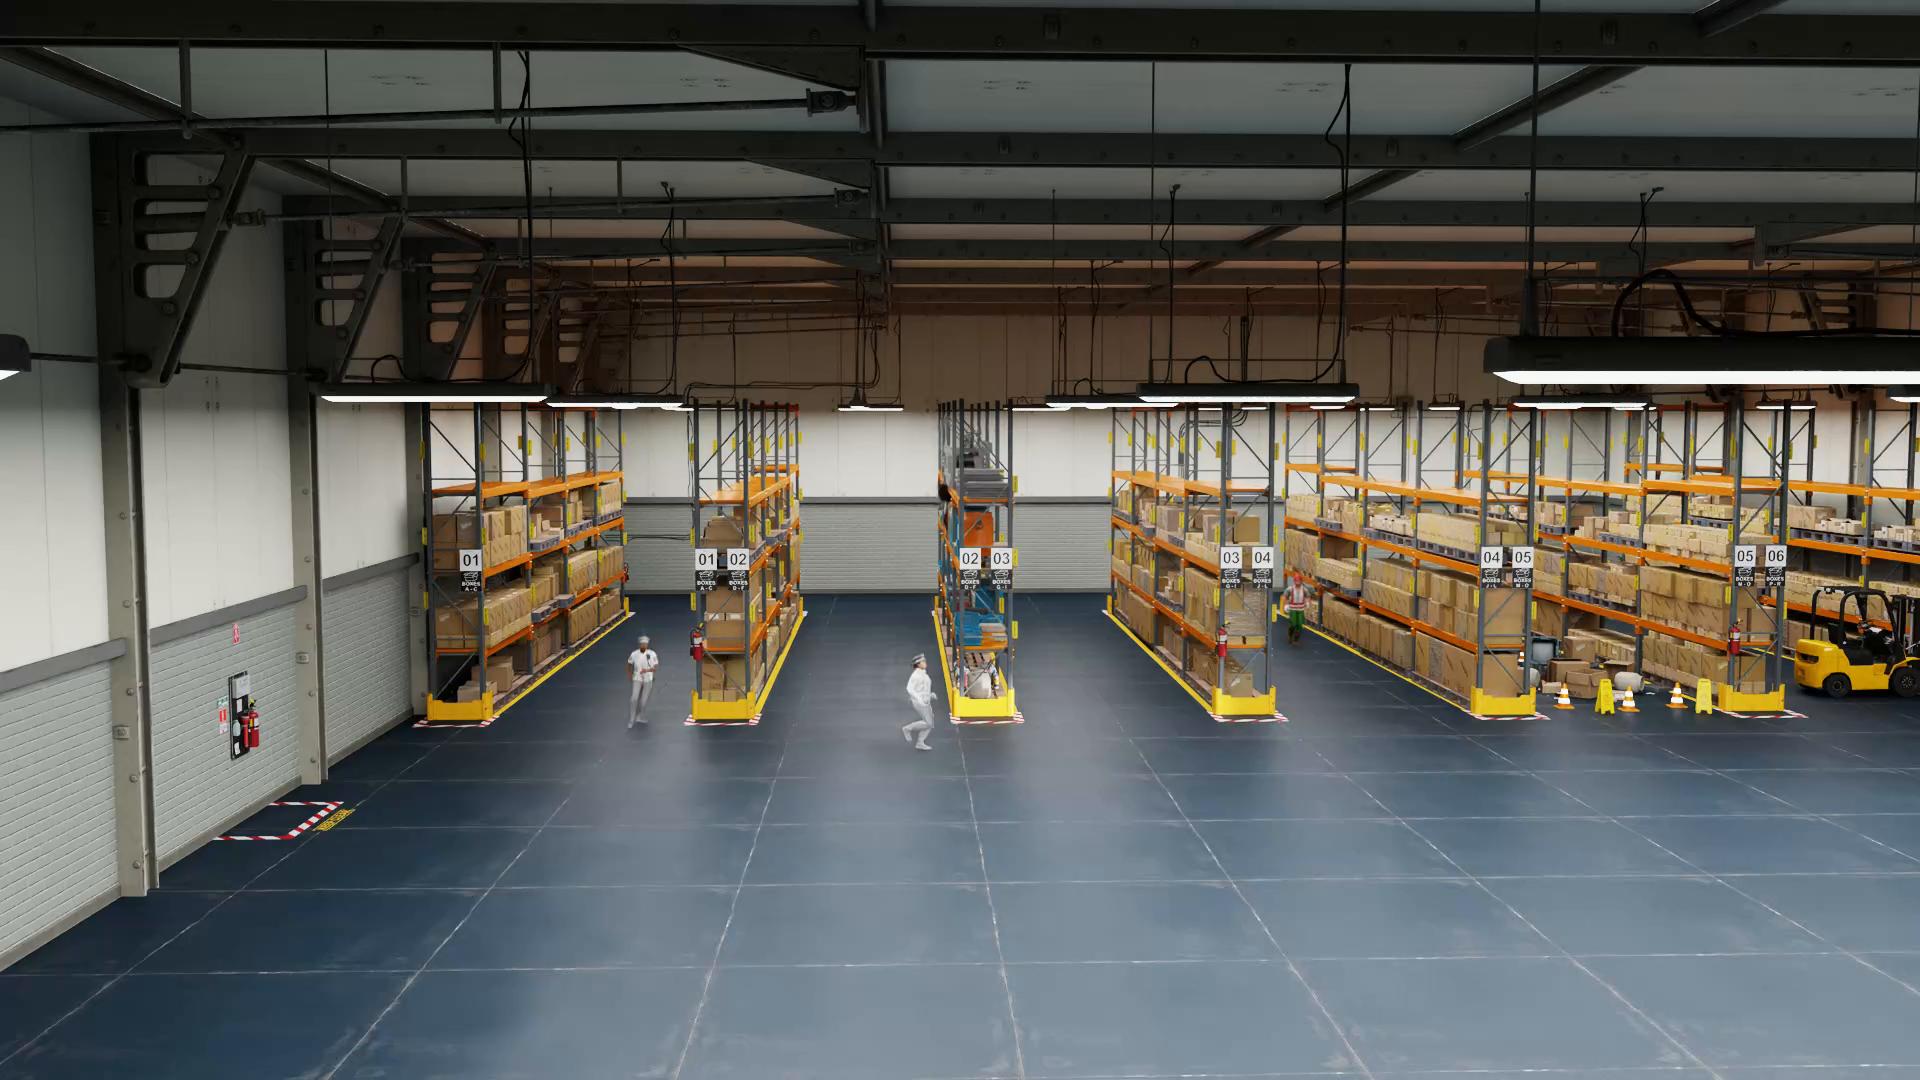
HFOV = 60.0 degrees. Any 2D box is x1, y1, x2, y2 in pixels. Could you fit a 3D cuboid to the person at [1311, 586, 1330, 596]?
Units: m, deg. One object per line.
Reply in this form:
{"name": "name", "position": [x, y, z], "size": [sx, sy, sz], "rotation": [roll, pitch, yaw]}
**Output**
{"name": "person", "position": [10.540, 1.173, 48.925], "size": [0.601, 1.640, 0.903], "rotation": [-3, 5, -37]}

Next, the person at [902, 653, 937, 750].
{"name": "person", "position": [-0.688, 2.756, 28.356], "size": [0.554, 1.648, 0.617], "rotation": [1, 5, 17]}

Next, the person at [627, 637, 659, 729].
{"name": "person", "position": [-5.855, 2.617, 30.639], "size": [0.605, 1.678, 0.810], "rotation": [-1, 4, -12]}

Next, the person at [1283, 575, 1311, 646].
{"name": "person", "position": [8.326, 1.735, 40.999], "size": [0.669, 1.749, 0.584], "rotation": [0, 4, -3]}
